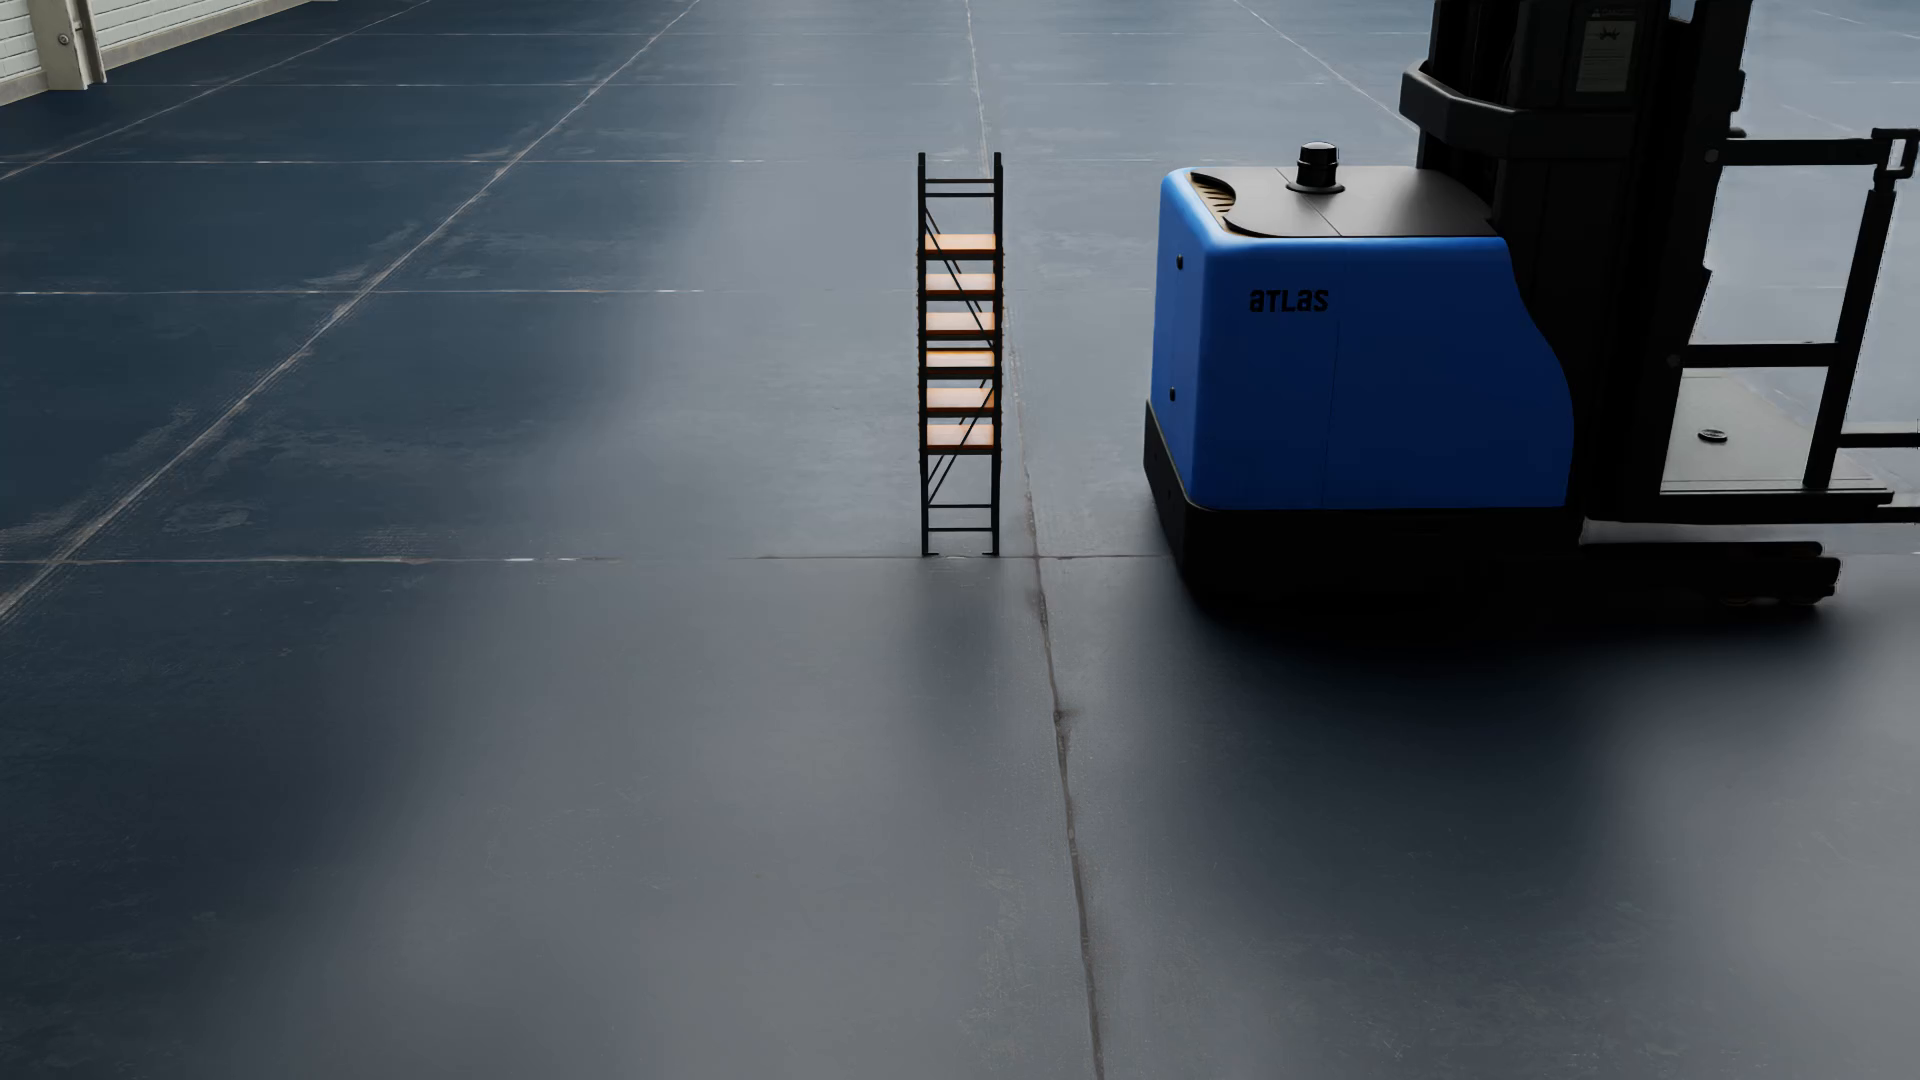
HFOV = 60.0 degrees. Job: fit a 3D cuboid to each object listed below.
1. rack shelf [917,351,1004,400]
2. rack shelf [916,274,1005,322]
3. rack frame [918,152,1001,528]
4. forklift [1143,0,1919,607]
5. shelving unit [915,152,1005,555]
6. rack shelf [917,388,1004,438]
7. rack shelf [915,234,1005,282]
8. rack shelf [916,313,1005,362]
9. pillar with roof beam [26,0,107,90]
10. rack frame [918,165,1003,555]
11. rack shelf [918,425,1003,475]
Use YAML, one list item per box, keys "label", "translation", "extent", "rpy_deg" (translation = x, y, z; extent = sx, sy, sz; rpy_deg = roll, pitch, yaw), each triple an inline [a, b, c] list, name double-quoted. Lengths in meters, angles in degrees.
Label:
- label: "rack shelf"
  translation: [0.000, -0.500, 5.008]
  extent: [0.258, 0.103, 0.180]
  rpy_deg: [0, 24, -1]
- label: "rack shelf"
  translation: [0.000, -0.719, 4.909]
  extent: [0.258, 0.103, 0.180]
  rpy_deg: [0, 24, -1]
- label: "rack frame"
  translation: [-0.001, -0.578, 5.073]
  extent: [0.240, 1.200, 0.006]
  rpy_deg: [0, 24, -1]
- label: "forklift"
  translation: [2.146, -1.361, 4.702]
  extent: [3.031, 2.935, 1.130]
  rpy_deg: [-1, 24, -2]
- label: "shelving unit"
  translation: [0.000, -0.541, 4.990]
  extent: [0.258, 1.200, 0.189]
  rpy_deg: [0, 24, -1]
- label: "rack shelf"
  translation: [0.000, -0.391, 5.057]
  extent: [0.258, 0.103, 0.180]
  rpy_deg: [0, 24, -1]
- label: "rack shelf"
  translation: [0.000, -0.828, 4.860]
  extent: [0.258, 0.103, 0.180]
  rpy_deg: [0, 24, -1]
- label: "rack shelf"
  translation: [0.000, -0.610, 4.958]
  extent: [0.258, 0.103, 0.180]
  rpy_deg: [0, 24, -1]
- label: "pillar with roof beam"
  translation: [-2.741, -7.743, 11.451]
  extent: [9.100, 9.000, 0.400]
  rpy_deg: [0, 24, -1]
- label: "rack frame"
  translation: [0.001, -0.503, 4.906]
  extent: [0.240, 1.200, 0.006]
  rpy_deg: [0, 24, -1]
- label: "rack shelf"
  translation: [0.000, -0.282, 5.107]
  extent: [0.258, 0.103, 0.180]
  rpy_deg: [0, 24, -1]
